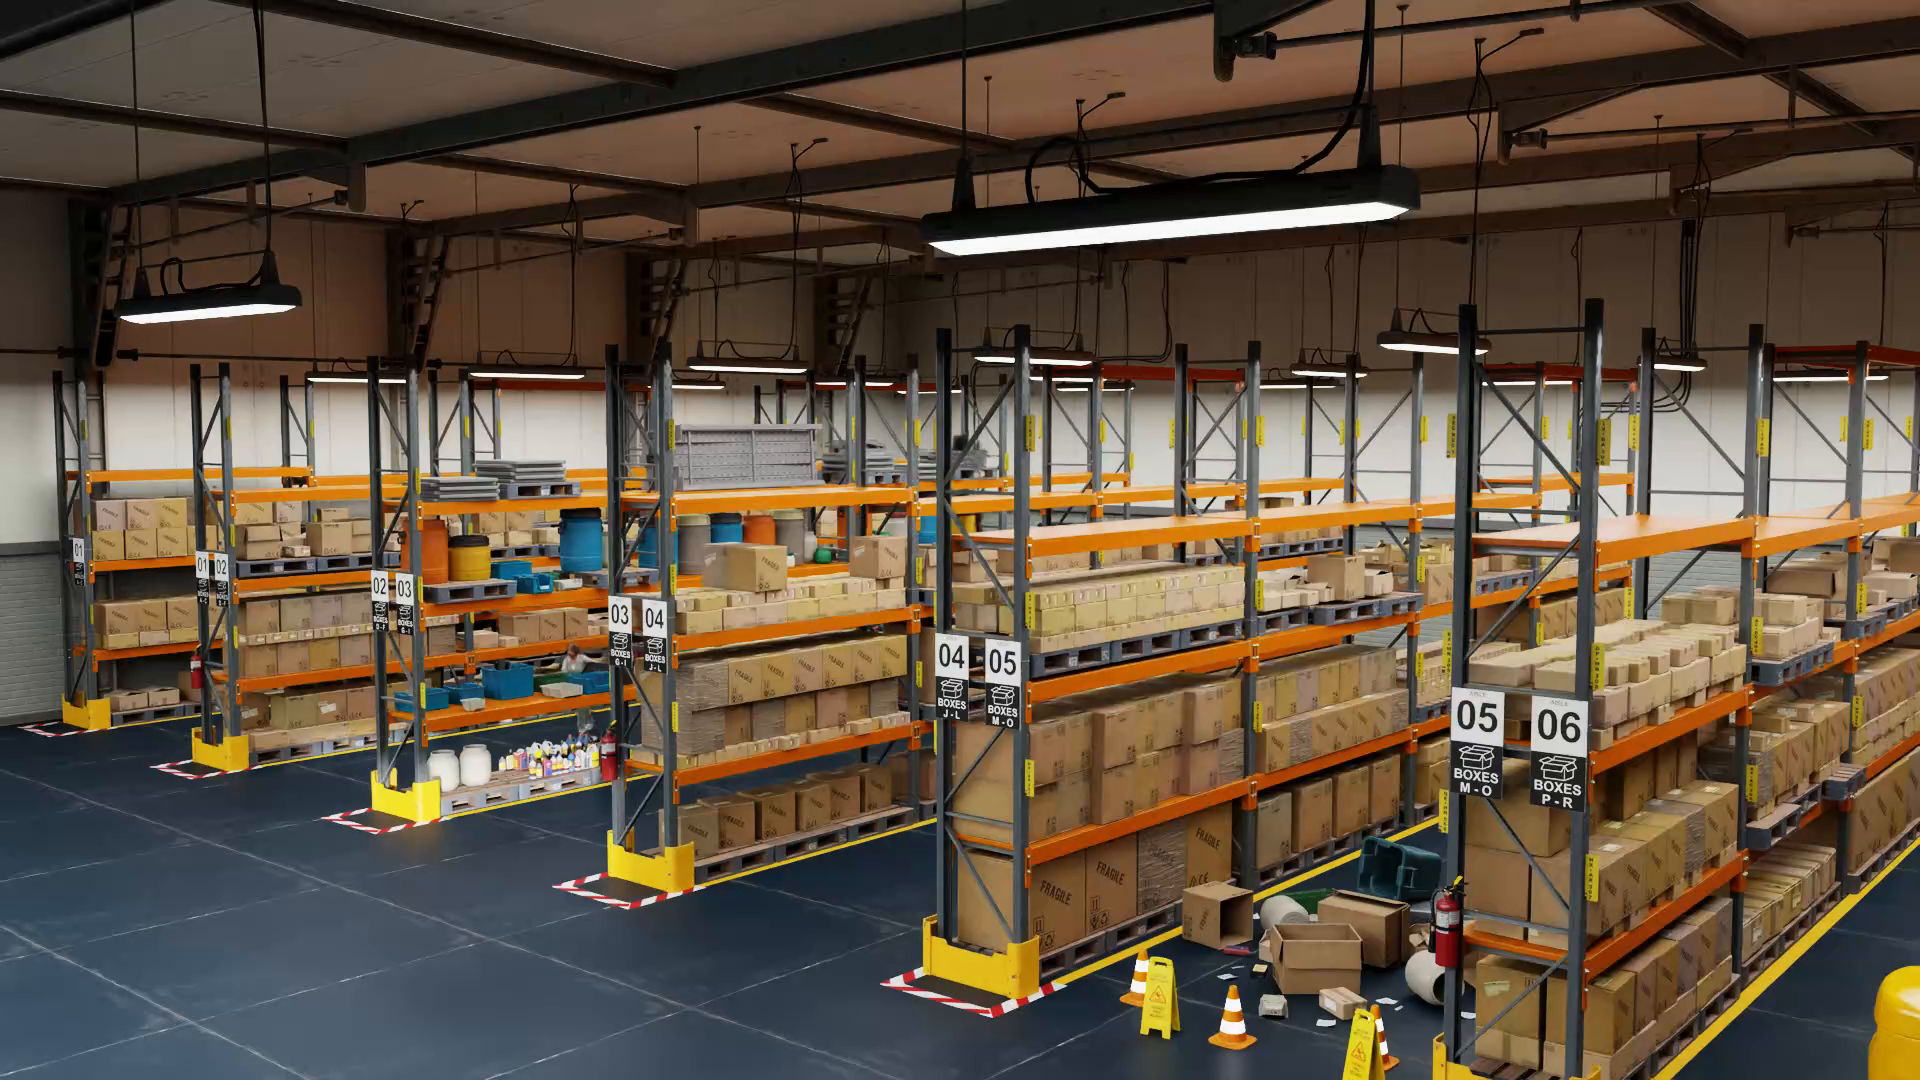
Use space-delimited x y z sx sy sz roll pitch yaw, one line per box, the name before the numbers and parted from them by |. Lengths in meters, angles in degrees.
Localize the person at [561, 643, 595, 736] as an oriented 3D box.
person | -6.205 2.432 27.177 0.540 1.560 0.904 1 4 18
